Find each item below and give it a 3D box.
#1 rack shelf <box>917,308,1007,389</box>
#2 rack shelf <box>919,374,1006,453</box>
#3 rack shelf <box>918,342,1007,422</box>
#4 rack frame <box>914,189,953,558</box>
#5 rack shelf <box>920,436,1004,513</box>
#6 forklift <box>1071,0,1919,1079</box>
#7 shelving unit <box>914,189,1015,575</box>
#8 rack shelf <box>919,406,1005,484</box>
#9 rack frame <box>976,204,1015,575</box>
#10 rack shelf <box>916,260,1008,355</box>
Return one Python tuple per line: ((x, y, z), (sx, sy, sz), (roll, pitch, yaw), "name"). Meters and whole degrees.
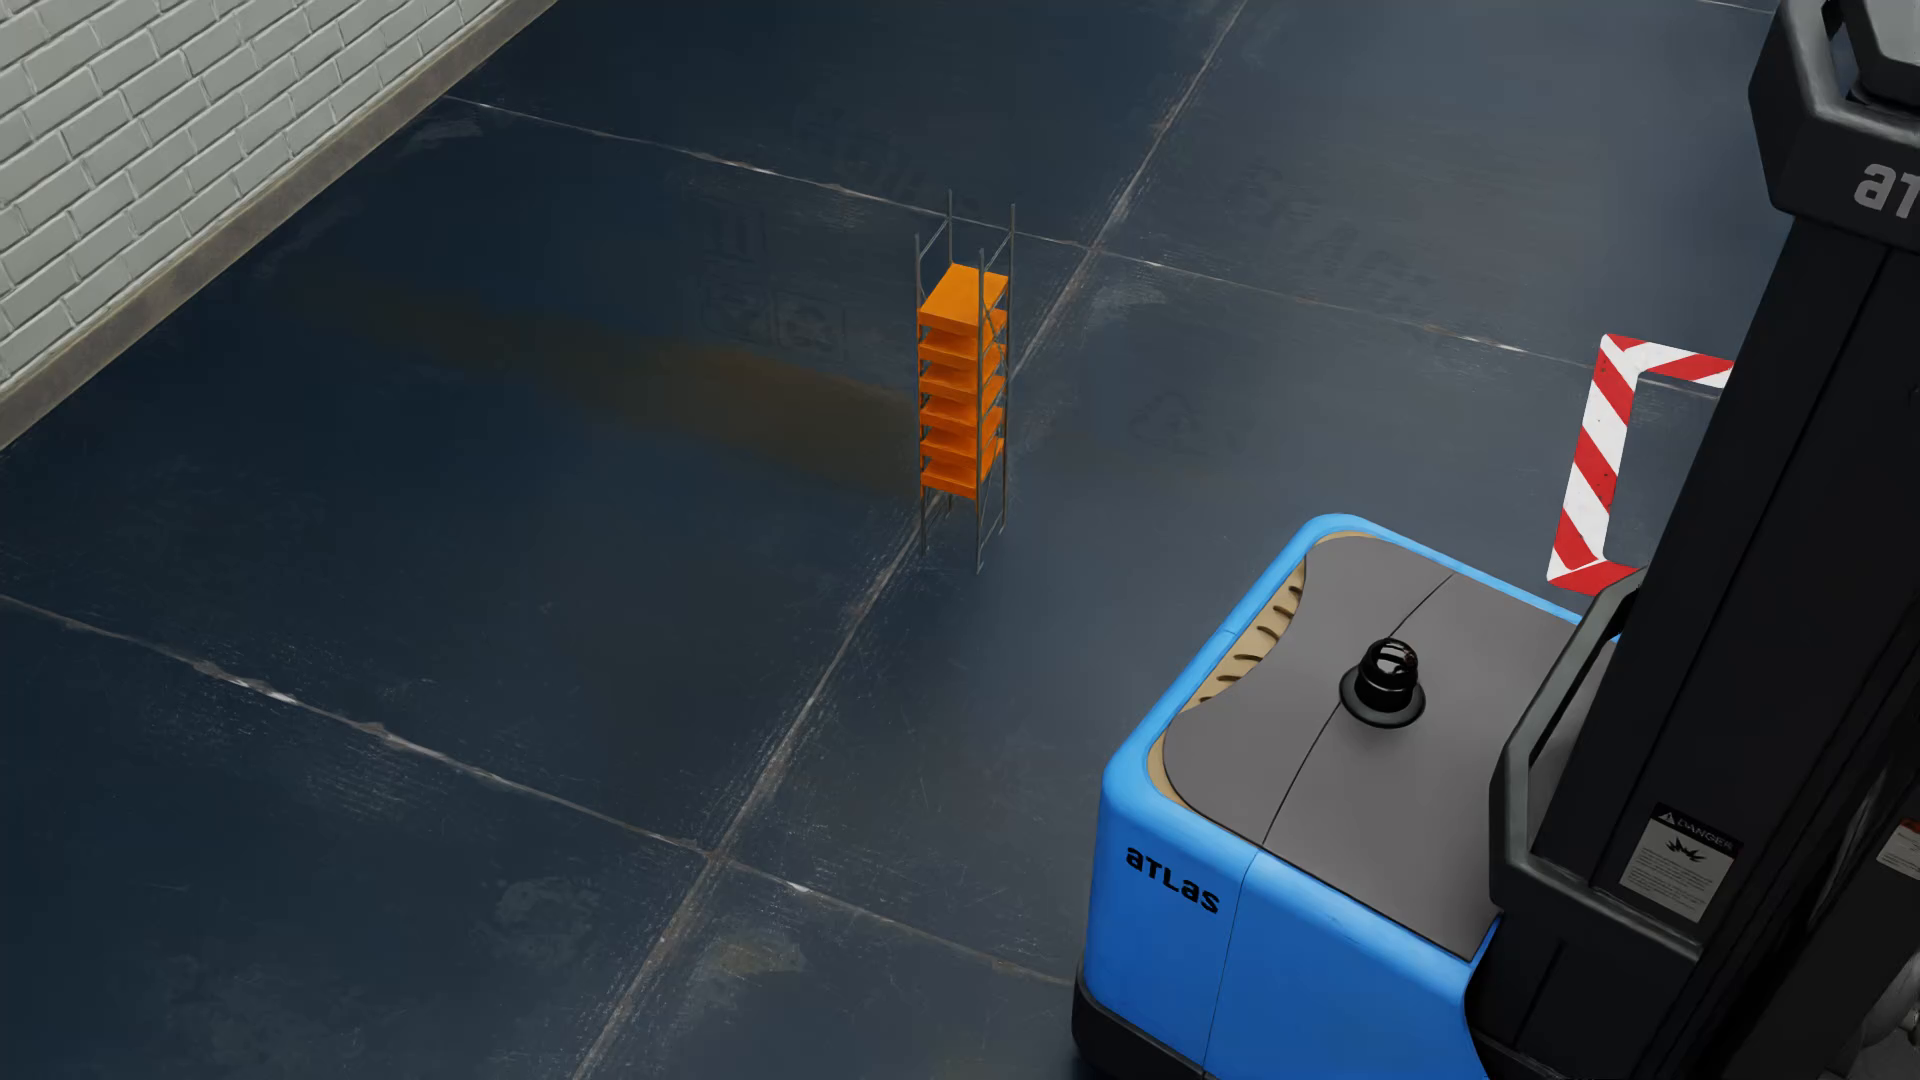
((0.013, -0.560, 4.685), (0.180, 0.103, 0.258), (16, 47, 16), "rack shelf")
((0.013, -0.390, 4.854), (0.180, 0.103, 0.258), (16, 47, 16), "rack shelf")
((0.013, -0.475, 4.770), (0.180, 0.103, 0.258), (16, 47, 16), "rack shelf")
((-0.071, -0.446, 4.848), (0.006, 1.200, 0.240), (16, 47, 16), "rack frame")
((0.013, -0.220, 5.023), (0.180, 0.103, 0.258), (16, 47, 16), "rack shelf")
((1.759, 0.520, 2.649), (3.031, 2.935, 1.130), (27, 51, 25), "forklift")
((0.013, -0.421, 4.823), (0.189, 1.200, 0.258), (16, 47, 16), "shelving unit")
((0.013, -0.305, 4.939), (0.180, 0.103, 0.258), (16, 47, 16), "rack shelf")
((0.098, -0.397, 4.798), (0.006, 1.200, 0.240), (16, 47, 16), "rack frame")
((0.013, -0.645, 4.600), (0.180, 0.103, 0.258), (16, 47, 16), "rack shelf")
